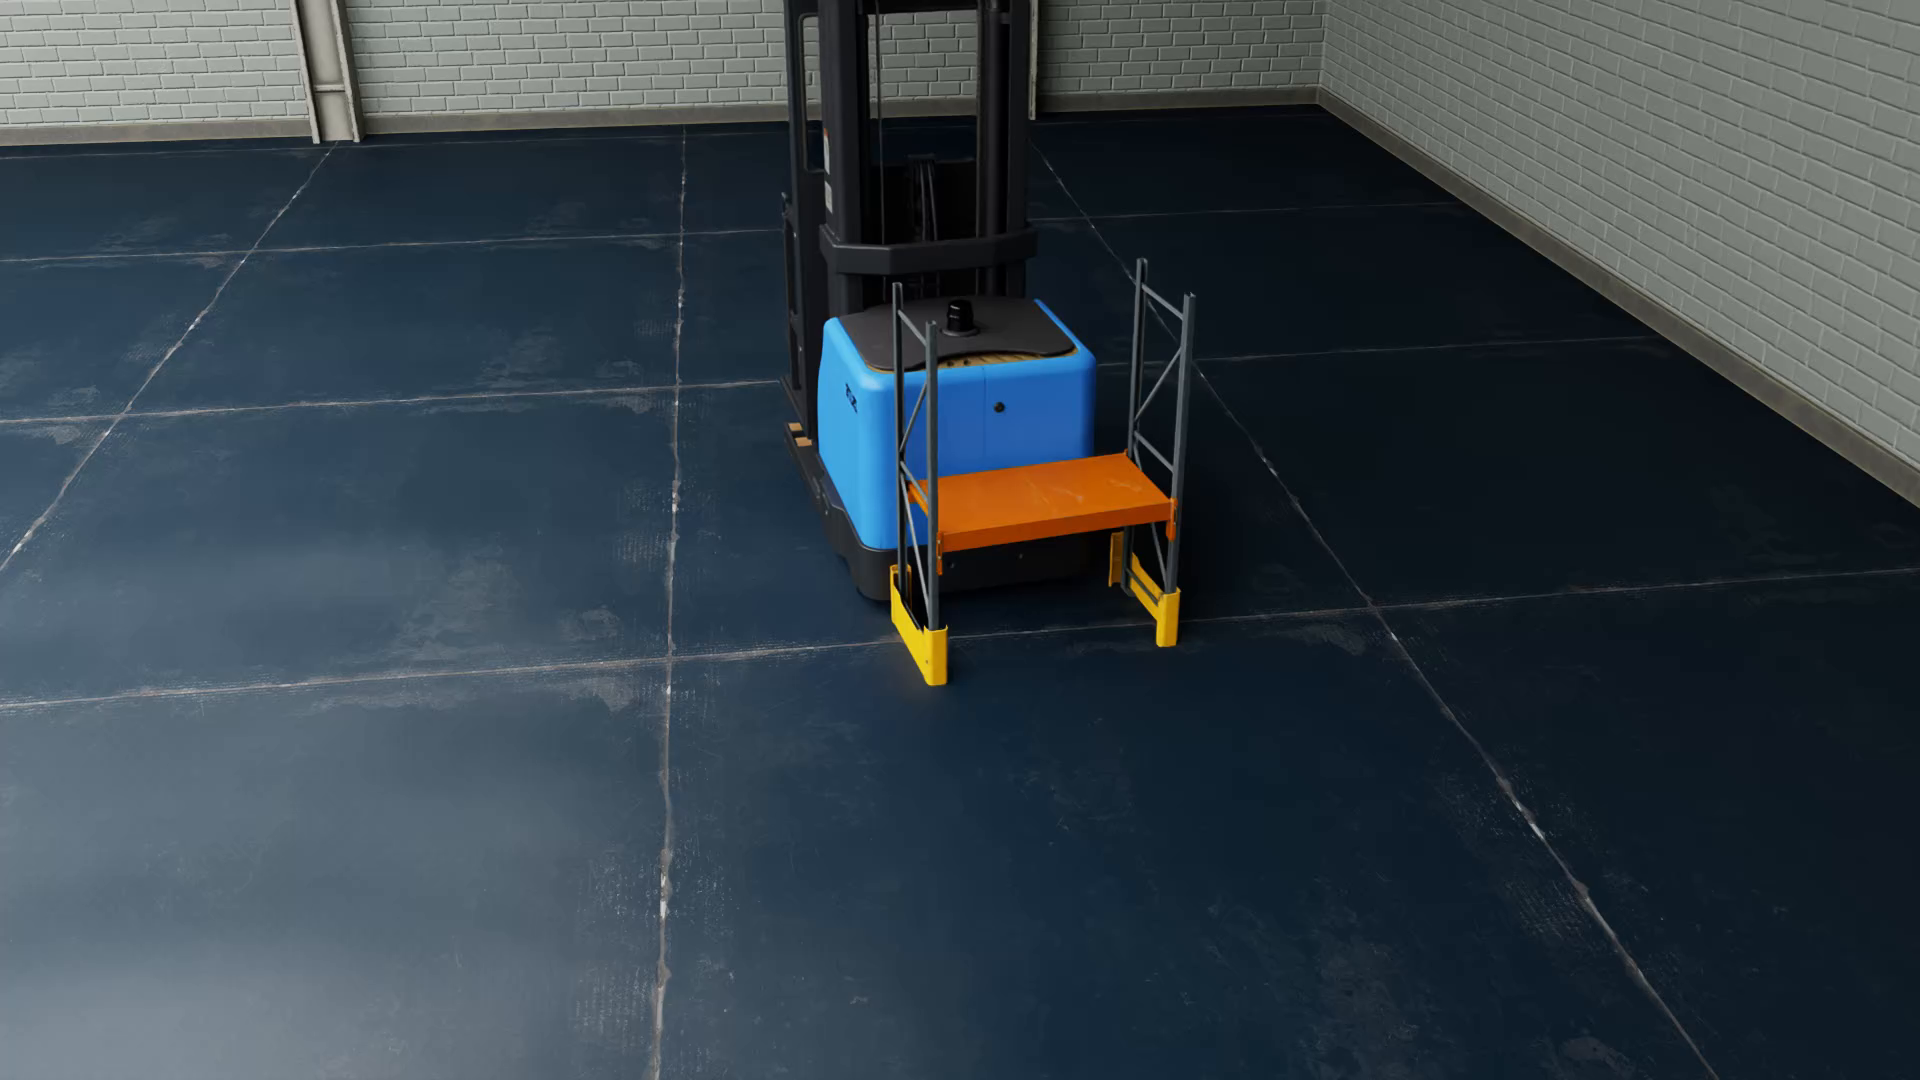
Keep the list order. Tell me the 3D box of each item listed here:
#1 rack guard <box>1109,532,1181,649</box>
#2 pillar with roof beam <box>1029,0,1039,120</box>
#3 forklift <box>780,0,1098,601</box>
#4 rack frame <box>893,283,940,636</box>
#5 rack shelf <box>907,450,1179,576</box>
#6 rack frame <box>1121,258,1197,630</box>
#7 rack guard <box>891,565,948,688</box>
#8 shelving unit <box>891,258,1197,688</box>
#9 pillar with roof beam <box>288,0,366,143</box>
[{"bbox_3d":[0.782,0.208,7.071,0.087,0.250,0.587,-8,28,-15],"label":"rack guard"},{"bbox_3d":[1.083,-5.977,9.541,0.400,9.000,9.100,-4,27,-7],"label":"pillar with roof beam"},{"bbox_3d":[-0.290,-1.696,7.845,1.130,2.935,3.031,-7,28,-14],"label":"forklift"},{"bbox_3d":[-0.169,-0.212,6.520,0.032,1.500,0.500,-8,28,-15],"label":"rack frame"},{"bbox_3d":[0.316,-0.121,6.738,1.000,0.185,0.538,-8,28,-15],"label":"rack shelf"},{"bbox_3d":[0.801,-0.351,6.791,0.032,1.500,0.500,-8,28,-15],"label":"rack frame"},{"bbox_3d":[-0.168,0.344,6.805,0.087,0.250,0.587,-8,28,-15],"label":"rack guard"},{"bbox_3d":[0.307,-0.280,6.653,1.083,1.500,0.587,-8,28,-15],"label":"shelving unit"},{"bbox_3d":[-4.859,-5.595,8.797,0.400,9.000,9.100,-4,27,-7],"label":"pillar with roof beam"}]
